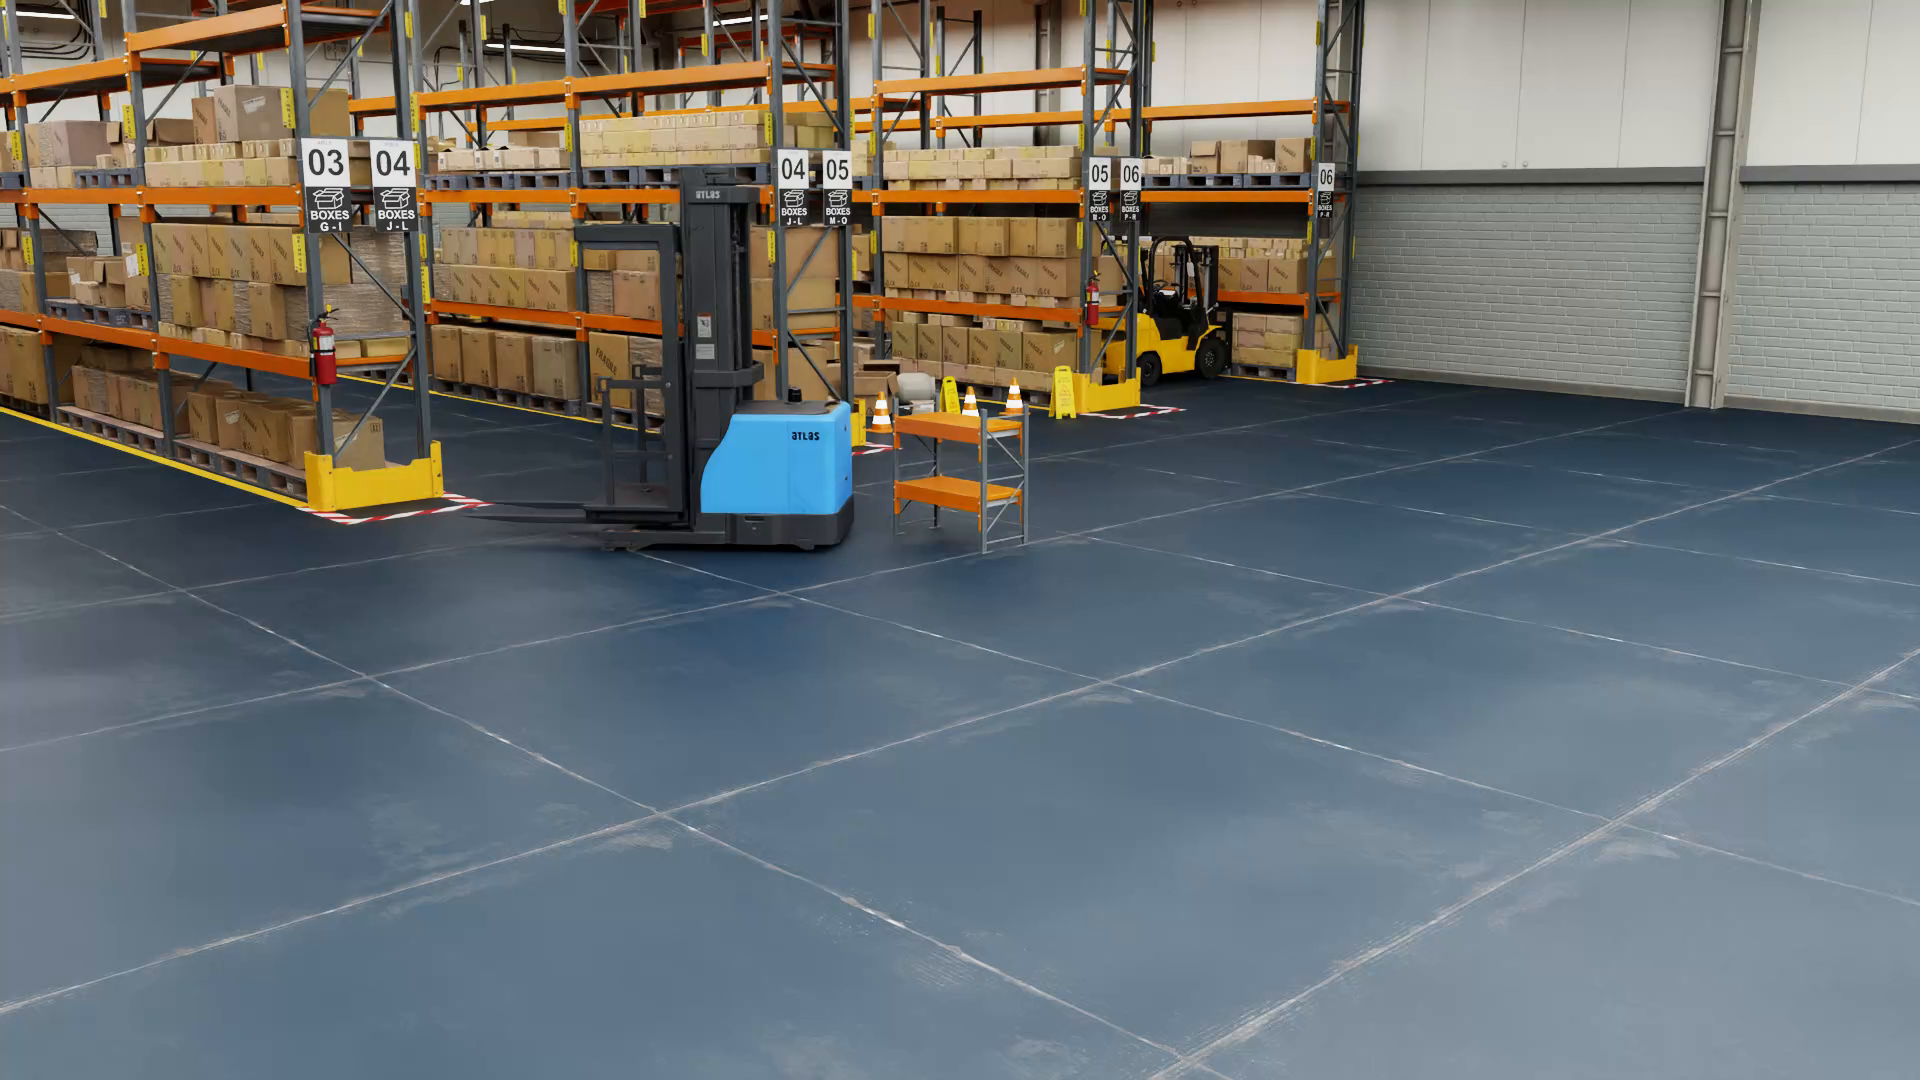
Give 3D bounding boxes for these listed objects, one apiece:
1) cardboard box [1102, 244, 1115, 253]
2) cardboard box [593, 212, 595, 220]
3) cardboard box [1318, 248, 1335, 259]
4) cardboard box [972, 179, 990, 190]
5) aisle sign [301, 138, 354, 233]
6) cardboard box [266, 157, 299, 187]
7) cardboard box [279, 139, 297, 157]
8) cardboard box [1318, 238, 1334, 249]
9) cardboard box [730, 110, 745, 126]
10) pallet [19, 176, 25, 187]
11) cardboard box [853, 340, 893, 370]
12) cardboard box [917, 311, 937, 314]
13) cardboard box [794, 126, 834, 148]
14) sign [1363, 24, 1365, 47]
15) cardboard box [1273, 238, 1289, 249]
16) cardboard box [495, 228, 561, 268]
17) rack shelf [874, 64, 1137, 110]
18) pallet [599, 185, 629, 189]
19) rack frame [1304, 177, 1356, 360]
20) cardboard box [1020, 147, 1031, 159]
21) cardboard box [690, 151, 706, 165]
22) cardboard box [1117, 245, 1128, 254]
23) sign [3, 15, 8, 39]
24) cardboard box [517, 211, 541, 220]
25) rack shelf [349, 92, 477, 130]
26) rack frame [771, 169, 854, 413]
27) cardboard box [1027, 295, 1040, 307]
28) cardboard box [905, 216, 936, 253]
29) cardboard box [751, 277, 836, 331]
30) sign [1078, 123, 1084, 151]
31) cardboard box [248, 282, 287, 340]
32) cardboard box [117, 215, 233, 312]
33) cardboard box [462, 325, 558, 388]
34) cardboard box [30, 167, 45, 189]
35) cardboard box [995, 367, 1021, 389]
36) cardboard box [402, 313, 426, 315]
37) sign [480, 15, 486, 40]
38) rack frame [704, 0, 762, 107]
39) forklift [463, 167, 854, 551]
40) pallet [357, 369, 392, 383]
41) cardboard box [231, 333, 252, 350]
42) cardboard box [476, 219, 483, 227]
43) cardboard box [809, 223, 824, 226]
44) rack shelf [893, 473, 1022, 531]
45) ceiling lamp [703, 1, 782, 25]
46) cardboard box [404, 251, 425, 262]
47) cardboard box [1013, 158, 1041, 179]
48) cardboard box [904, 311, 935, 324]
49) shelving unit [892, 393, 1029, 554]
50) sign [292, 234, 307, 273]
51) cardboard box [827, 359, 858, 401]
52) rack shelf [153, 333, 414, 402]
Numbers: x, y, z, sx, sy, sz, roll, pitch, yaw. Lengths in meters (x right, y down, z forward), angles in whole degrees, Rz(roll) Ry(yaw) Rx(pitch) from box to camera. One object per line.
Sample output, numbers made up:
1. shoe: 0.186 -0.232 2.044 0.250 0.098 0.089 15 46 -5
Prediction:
1. cardboard box: 2.355 -4.850 27.664 0.380 0.149 0.250 -10 15 -41
2. cardboard box: -6.579 -5.914 30.348 0.380 0.149 0.250 -11 16 -42
3. cardboard box: 5.468 -4.333 25.154 0.250 0.149 0.380 11 16 44
4. cardboard box: 0.385 -4.766 22.298 0.380 0.149 0.250 -11 16 -43
5. aisle sign: -5.415 -3.030 14.242 0.394 0.787 0.004 -11 16 -43
6. cardboard box: -5.757 -3.238 14.633 0.500 0.250 0.500 -10 16 -41
7. cardboard box: -5.658 -3.396 14.409 0.380 0.149 0.250 -11 16 -43
8. cardboard box: 5.437 -4.472 25.091 0.380 0.149 0.250 -11 16 -44
9. cardboard box: -2.233 -4.514 17.811 0.380 0.149 0.250 -11 16 -42
10. pallet: -12.023 -4.601 21.345 1.003 0.211 1.213 -10 15 -40
11. cardboard box: -1.200 -2.767 24.880 0.950 0.372 0.625 -11 16 -42
12. cardboard box: -0.458 -4.061 30.845 0.500 0.500 0.500 -10 15 -41
13. cardboard box: -1.731 -4.386 18.180 0.500 0.250 0.500 -11 16 -43
14. sign: 5.920 -7.430 24.469 0.100 0.325 0.005 -11 16 -43
15. cardboard box: 4.922 -4.448 24.973 0.380 0.149 0.250 -11 16 -42
16. cardboard box: -5.746 -3.901 22.184 0.700 0.500 0.500 -11 16 -43
17. rack shelf: 0.546 -6.065 22.338 1.077 0.370 4.000 -11 16 -43
18. pallet: -5.691 -6.188 29.055 1.217 0.209 0.805 11 16 43
19. rack frame: 5.514 -3.881 24.814 1.000 3.000 0.127 -11 16 -43
20. cardboard box: 1.002 -5.055 21.728 0.380 0.149 0.250 -11 16 -42
21. cardboard box: -2.761 -4.235 18.432 0.380 0.149 0.250 -11 16 -43
22. cardboard box: 2.782 -4.748 27.168 0.380 0.149 0.250 -11 16 -43
23. sign: -13.143 -7.071 22.920 0.100 0.325 0.005 -11 16 -43
24. cardboard box: -8.037 -6.057 31.046 0.250 0.149 0.380 11 16 44
25. rack shelf: -8.489 -6.333 24.626 1.077 0.370 4.000 -11 16 -43
26. rack frame: -1.584 -2.484 18.034 1.000 3.000 0.127 -11 16 -43
27. cardboard box: 1.097 -3.152 21.900 0.380 0.149 0.250 -11 16 -44
28. cardboard box: -0.352 -4.285 23.312 0.700 0.500 0.500 -11 16 -42
29. cardboard box: -1.873 -2.605 18.251 0.875 0.550 0.550 -11 16 -43
30. sign: 1.511 -5.017 20.701 0.100 0.325 0.005 -11 16 -43
31. cardboard box: -6.033 -2.143 15.392 0.875 0.500 0.500 -11 16 -43
32. cardboard box: -8.450 -3.026 18.139 1.000 1.000 1.000 -11 16 -42
33. cardboard box: -6.147 -2.527 22.777 1.050 0.750 0.750 -11 16 -42
34. cardboard box: -10.625 -4.267 19.626 0.500 0.250 0.500 -11 16 -42
35. cardboard box: 0.822 -2.205 22.452 0.500 0.250 0.500 -11 16 -42
36. cardboard box: -8.453 -3.358 25.574 0.500 0.250 0.500 11 16 43
37. sign: -6.709 -7.203 23.364 0.100 0.325 0.005 -11 16 -43
38. rack frame: -3.598 -7.294 26.516 1.000 3.000 0.127 -11 16 -43
39. forklift: -2.421 -1.453 13.200 3.031 2.935 1.130 1 12 4
40. pallet: -8.485 -2.578 25.401 1.003 0.211 1.213 -11 16 -43
41. cardboard box: -6.699 -1.902 15.830 0.380 0.149 0.250 -11 16 -43
42. cardboard box: -8.997 -5.953 32.144 0.500 0.500 0.500 -11 16 -44
43. cardboard box: -2.264 -4.875 26.005 0.250 0.149 0.380 11 16 42
44. rack shelf: -0.005 -0.312 13.352 0.538 0.278 1.000 -11 16 -43
45. ceiling lamp: -3.783 -11.001 30.040 0.800 3.185 2.000 -11 16 -43
46. cardboard box: -7.778 -4.033 23.661 0.250 0.149 0.380 11 16 43
47. cardboard box: 1.042 -4.842 21.683 0.500 0.250 0.500 -11 16 -43
48. cardboard box: -0.580 -3.166 23.652 0.380 0.149 0.250 -11 16 -42
49. shelving unit: -0.005 -0.552 13.303 0.538 1.125 1.048 -11 16 -43
50. sign: -5.656 -2.455 14.241 0.100 0.325 0.005 -11 16 -43
51. cardboard box: -1.769 -2.071 21.881 0.797 0.637 0.503 -11 16 -43
52. rack shelf: -6.622 -1.747 16.240 1.077 0.370 4.000 -11 16 -43
